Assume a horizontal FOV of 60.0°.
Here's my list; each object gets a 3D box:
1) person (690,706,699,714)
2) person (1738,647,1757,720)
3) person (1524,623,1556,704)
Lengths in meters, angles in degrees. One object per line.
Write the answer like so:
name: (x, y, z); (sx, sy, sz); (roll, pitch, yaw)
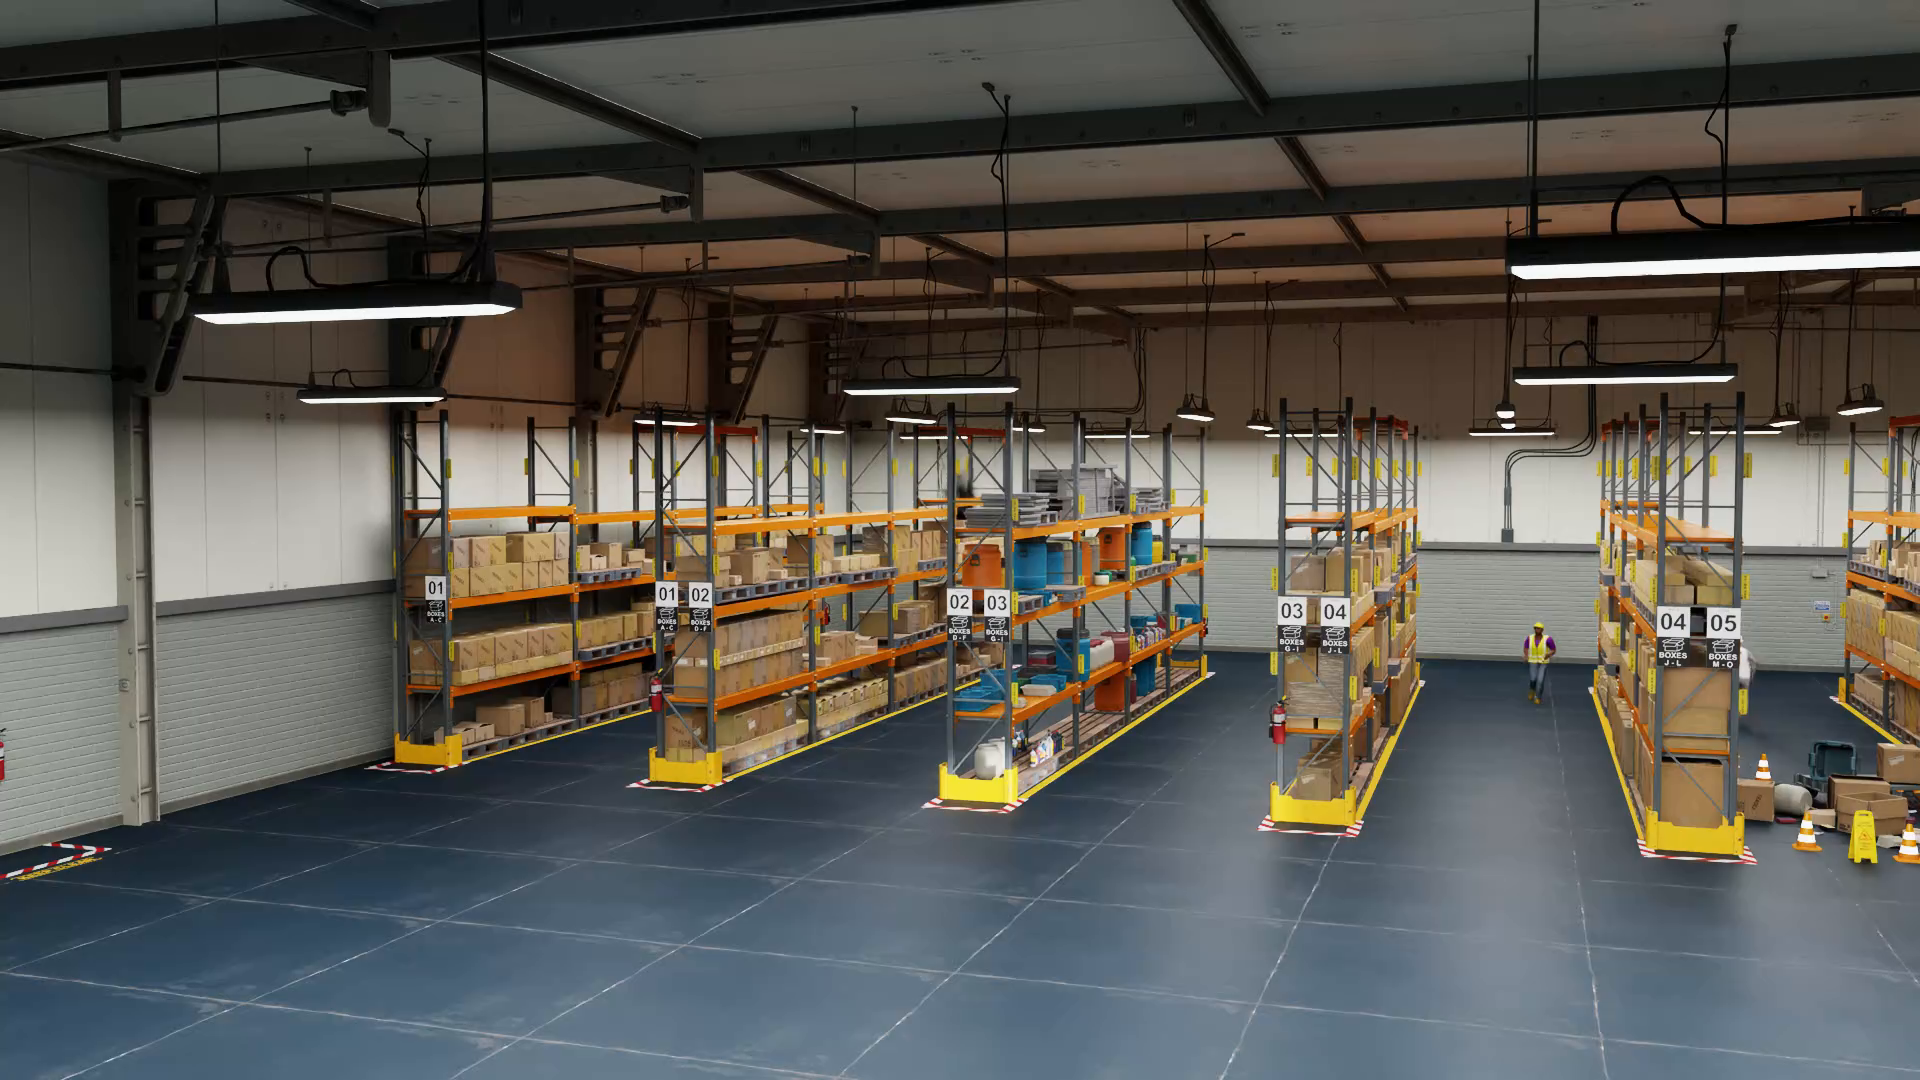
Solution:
person: (-4.890, 2.813, 31.010); (0.700, 1.753, 1.097); (0, 2, 11)
person: (15.378, 2.753, 32.850); (0.675, 1.750, 0.775); (0, 2, 11)
person: (12.311, 2.621, 35.371); (0.681, 1.729, 0.597); (1, 3, 28)
